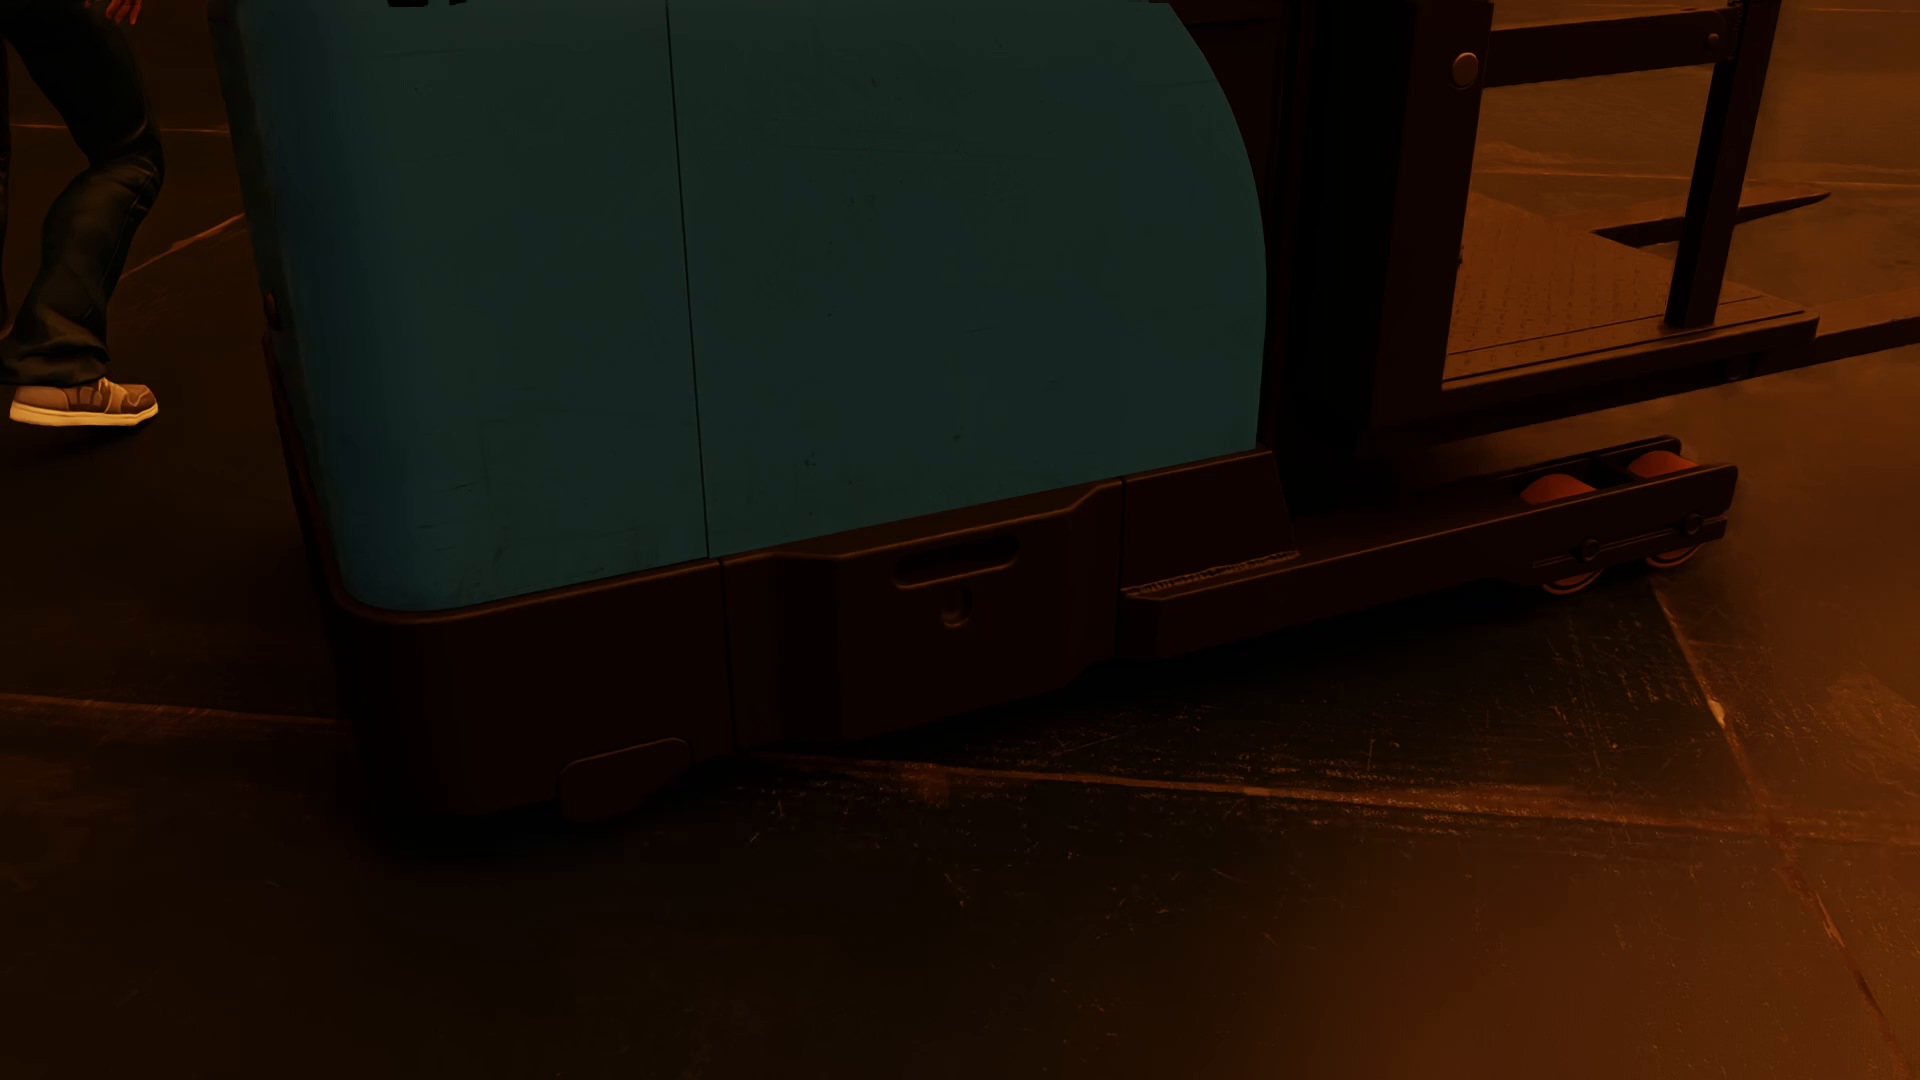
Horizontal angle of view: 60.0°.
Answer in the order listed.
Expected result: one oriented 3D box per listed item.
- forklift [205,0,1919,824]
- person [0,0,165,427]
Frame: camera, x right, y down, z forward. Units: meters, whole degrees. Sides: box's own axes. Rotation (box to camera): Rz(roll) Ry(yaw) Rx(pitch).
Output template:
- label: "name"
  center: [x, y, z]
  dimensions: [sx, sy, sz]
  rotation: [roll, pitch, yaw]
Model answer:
- label: "forklift"
  center: [0.553, -1.436, 2.094]
  dimensions: [3.031, 2.935, 1.130]
  rotation: [-12, 29, -22]
- label: "person"
  center: [-1.582, -0.914, 2.615]
  dimensions: [0.734, 1.535, 0.410]
  rotation: [9, 28, 17]
